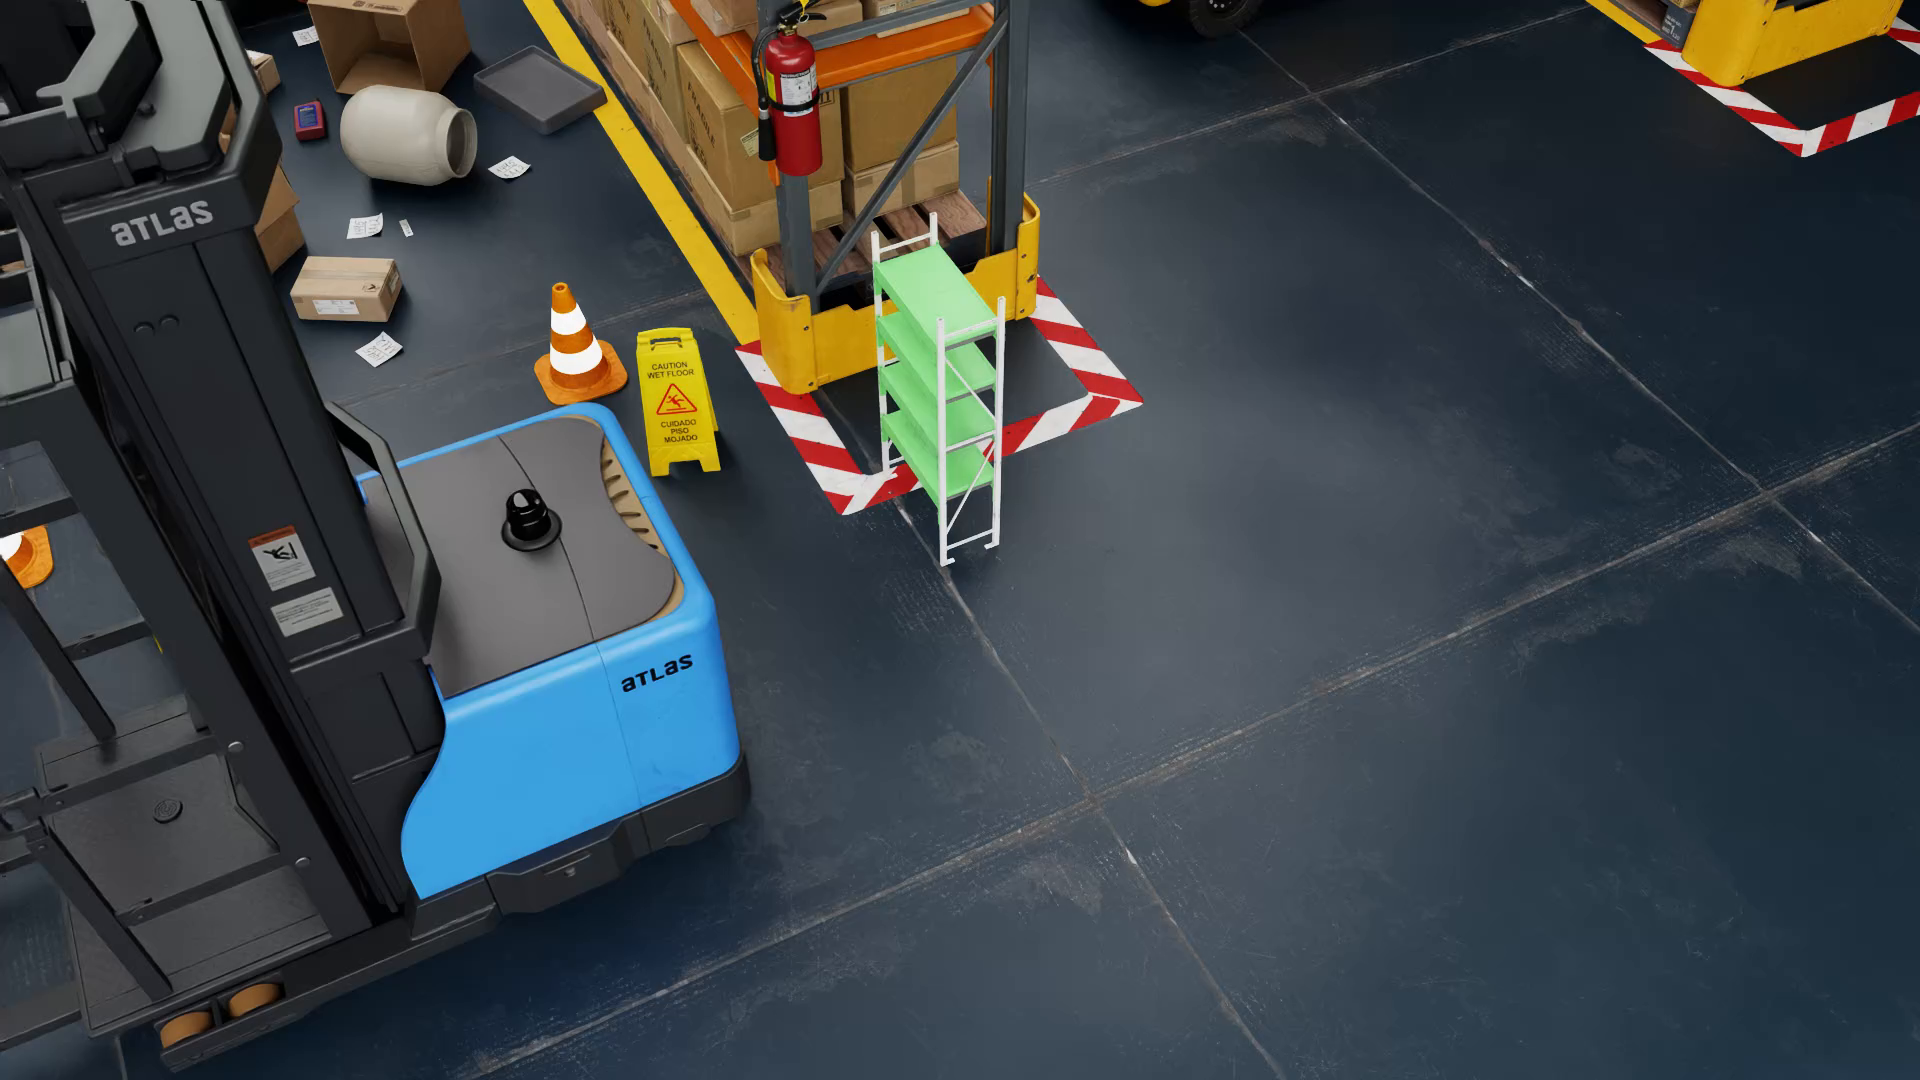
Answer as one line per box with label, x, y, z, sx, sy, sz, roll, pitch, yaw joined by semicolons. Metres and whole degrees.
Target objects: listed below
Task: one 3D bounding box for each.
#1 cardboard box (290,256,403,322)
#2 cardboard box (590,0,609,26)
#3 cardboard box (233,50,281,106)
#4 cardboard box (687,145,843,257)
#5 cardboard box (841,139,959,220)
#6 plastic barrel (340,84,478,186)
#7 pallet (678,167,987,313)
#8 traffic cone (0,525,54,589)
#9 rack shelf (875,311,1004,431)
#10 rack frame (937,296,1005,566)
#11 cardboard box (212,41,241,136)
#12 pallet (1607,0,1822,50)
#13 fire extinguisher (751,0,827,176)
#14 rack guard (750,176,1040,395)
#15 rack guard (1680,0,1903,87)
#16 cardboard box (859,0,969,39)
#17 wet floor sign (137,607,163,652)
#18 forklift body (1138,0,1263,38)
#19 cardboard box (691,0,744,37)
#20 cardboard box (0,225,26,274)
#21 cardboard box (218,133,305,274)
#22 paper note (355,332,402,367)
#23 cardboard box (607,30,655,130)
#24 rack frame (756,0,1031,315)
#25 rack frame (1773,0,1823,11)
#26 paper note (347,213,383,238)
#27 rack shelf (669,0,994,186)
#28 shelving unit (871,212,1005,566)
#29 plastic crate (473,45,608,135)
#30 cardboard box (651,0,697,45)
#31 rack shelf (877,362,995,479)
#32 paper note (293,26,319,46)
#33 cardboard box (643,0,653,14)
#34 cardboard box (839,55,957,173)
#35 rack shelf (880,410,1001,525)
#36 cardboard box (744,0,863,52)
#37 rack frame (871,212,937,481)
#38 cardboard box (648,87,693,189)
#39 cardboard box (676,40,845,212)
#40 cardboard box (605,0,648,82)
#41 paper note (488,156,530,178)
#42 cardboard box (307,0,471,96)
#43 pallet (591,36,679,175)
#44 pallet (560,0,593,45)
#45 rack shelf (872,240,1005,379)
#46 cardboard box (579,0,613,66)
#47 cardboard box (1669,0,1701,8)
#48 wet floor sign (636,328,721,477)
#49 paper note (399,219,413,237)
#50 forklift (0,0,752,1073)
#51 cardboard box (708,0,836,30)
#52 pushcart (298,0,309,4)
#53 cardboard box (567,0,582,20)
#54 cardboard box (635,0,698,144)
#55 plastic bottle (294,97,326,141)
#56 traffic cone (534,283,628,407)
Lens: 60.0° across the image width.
cardboard box;-2.612;-1.070;7.087;0.380;0.149;0.250;2;49;2
cardboard box;-1.525;-2.795;7.751;0.500;0.500;0.500;-19;51;-16
cardboard box;-3.582;-2.320;8.102;0.396;0.266;0.258;18;51;15
cardboard box;-0.836;-1.525;7.138;0.500;0.250;0.500;-21;52;-18
cardboard box;-0.339;-1.695;7.288;0.500;0.250;0.500;-22;52;-18
plastic barrel;-2.507;-1.840;7.578;0.512;0.421;0.421;10;50;8
pallet;-0.591;-1.516;7.436;1.003;0.211;1.213;-21;52;-18
traffic cone;-3.552;-0.064;5.998;0.336;0.463;0.334;-21;52;-18
rack shelf;-0.076;-0.622;5.763;0.258;0.148;0.480;-21;52;-18
rack frame;0.036;-0.342;5.752;0.240;1.200;0.015;-21;52;-18
cardboard box;-3.706;-1.977;7.554;0.797;0.637;0.503;-21;52;-18
pallet;3.809;-3.119;8.837;1.003;0.211;1.213;-21;52;-18
fire extinguisher;-0.573;-1.566;5.679;0.296;0.674;0.183;-21;52;-18
rack guard;-0.251;-1.055;6.841;1.175;0.500;0.348;-21;52;-18
rack guard;4.207;-2.700;8.280;1.175;0.500;0.348;-21;52;-18
cardboard box;-0.187;-2.043;6.211;0.380;0.149;0.250;-21;52;-17
wet floor sign;-2.797;0.058;5.771;0.267;0.644;0.232;-30;55;-23
forklift body;1.706;-3.901;8.233;2.313;2.155;1.214;-21;52;-18
cardboard box;-0.792;-2.052;6.219;0.380;0.149;0.250;-22;52;-18
cardboard box;-3.977;-1.316;7.224;0.396;0.266;0.258;-13;50;-11
cardboard box;-3.271;-1.309;7.060;0.637;0.503;0.797;18;51;15
paper note;-2.419;-0.797;6.927;0.142;0.019;0.148;35;57;27
cardboard box;-1.300;-2.206;7.735;0.500;0.250;0.500;-23;53;-19
rack frame;-0.216;-1.827;5.855;1.000;3.000;0.127;-21;52;-18
rack frame;4.196;-3.539;7.353;1.000;3.000;0.127;-21;52;-18
paper note;-2.674;-1.413;7.473;0.148;0.019;0.142;-5;49;-5
rack shelf;-1.131;-2.929;7.297;1.077;0.370;4.000;-21;52;-18
shelving unit;-0.076;-0.506;5.895;0.258;1.200;0.503;-21;52;-18
plastic crate;-2.057;-2.210;8.130;0.583;0.080;0.402;35;57;27
cardboard box;-1.042;-2.190;6.791;0.380;0.149;0.250;-20;52;-16
rack shelf;-0.076;-0.464;5.943;0.258;0.148;0.480;-21;52;-18
paper note;-3.321;-2.585;8.490;0.148;0.019;0.142;-21;52;-18
cardboard box;-1.154;-2.359;6.939;0.380;0.149;0.250;-20;52;-17
cardboard box;-0.351;-1.958;7.019;0.500;0.500;0.500;-23;53;-19
rack shelf;-0.076;-0.306;6.124;0.258;0.148;0.480;-21;52;-18
cardboard box;-0.577;-1.921;6.104;0.380;0.149;0.250;-20;52;-16
rack frame;-0.187;-0.669;6.038;0.240;1.200;0.015;-21;52;-18
cardboard box;-1.055;-1.858;7.430;0.500;0.250;0.500;-21;52;-17
cardboard box;-0.815;-1.753;6.840;0.500;0.500;0.500;-21;52;-17
cardboard box;-1.281;-2.442;7.442;0.500;0.500;0.500;-22;52;-18
paper note;-2.099;-1.738;7.749;0.148;0.019;0.142;35;57;27
cardboard box;-2.766;-2.496;8.100;0.500;0.500;0.500;10;50;8
pallet;-1.146;-2.331;8.149;1.003;0.211;1.213;-21;52;-18
pallet;-1.708;-3.149;8.864;1.003;0.211;1.213;-21;52;-18
rack shelf;-0.076;-0.780;5.582;0.258;0.148;0.480;-21;52;-18
cardboard box;-1.517;-2.542;8.028;0.500;0.250;0.500;-22;52;-18
cardboard box;3.700;-2.978;8.410;0.500;0.250;0.500;-21;52;-17
wet floor sign;-1.081;-0.556;6.308;0.267;0.644;0.232;-5;49;-5
paper note;-2.488;-1.402;7.470;0.032;0.001;0.123;-21;52;-18
forklift;-2.230;0.117;4.200;3.031;2.935;1.130;-21;52;-18
cardboard box;-0.709;-2.226;5.940;0.500;0.500;0.500;-22;52;-18
pushcart;-4.051;-2.822;8.468;0.936;0.377;1.648;35;57;27
cardboard box;-1.762;-2.896;8.338;0.500;0.250;0.500;-18;51;-15
cardboard box;-1.056;-2.102;7.145;0.500;0.500;0.500;-19;52;-16
plastic bottle;-3.124;-2.027;7.982;0.133;0.061;0.283;-13;50;-11
traffic cone;-1.560;-0.835;6.673;0.336;0.463;0.334;-21;52;-18
